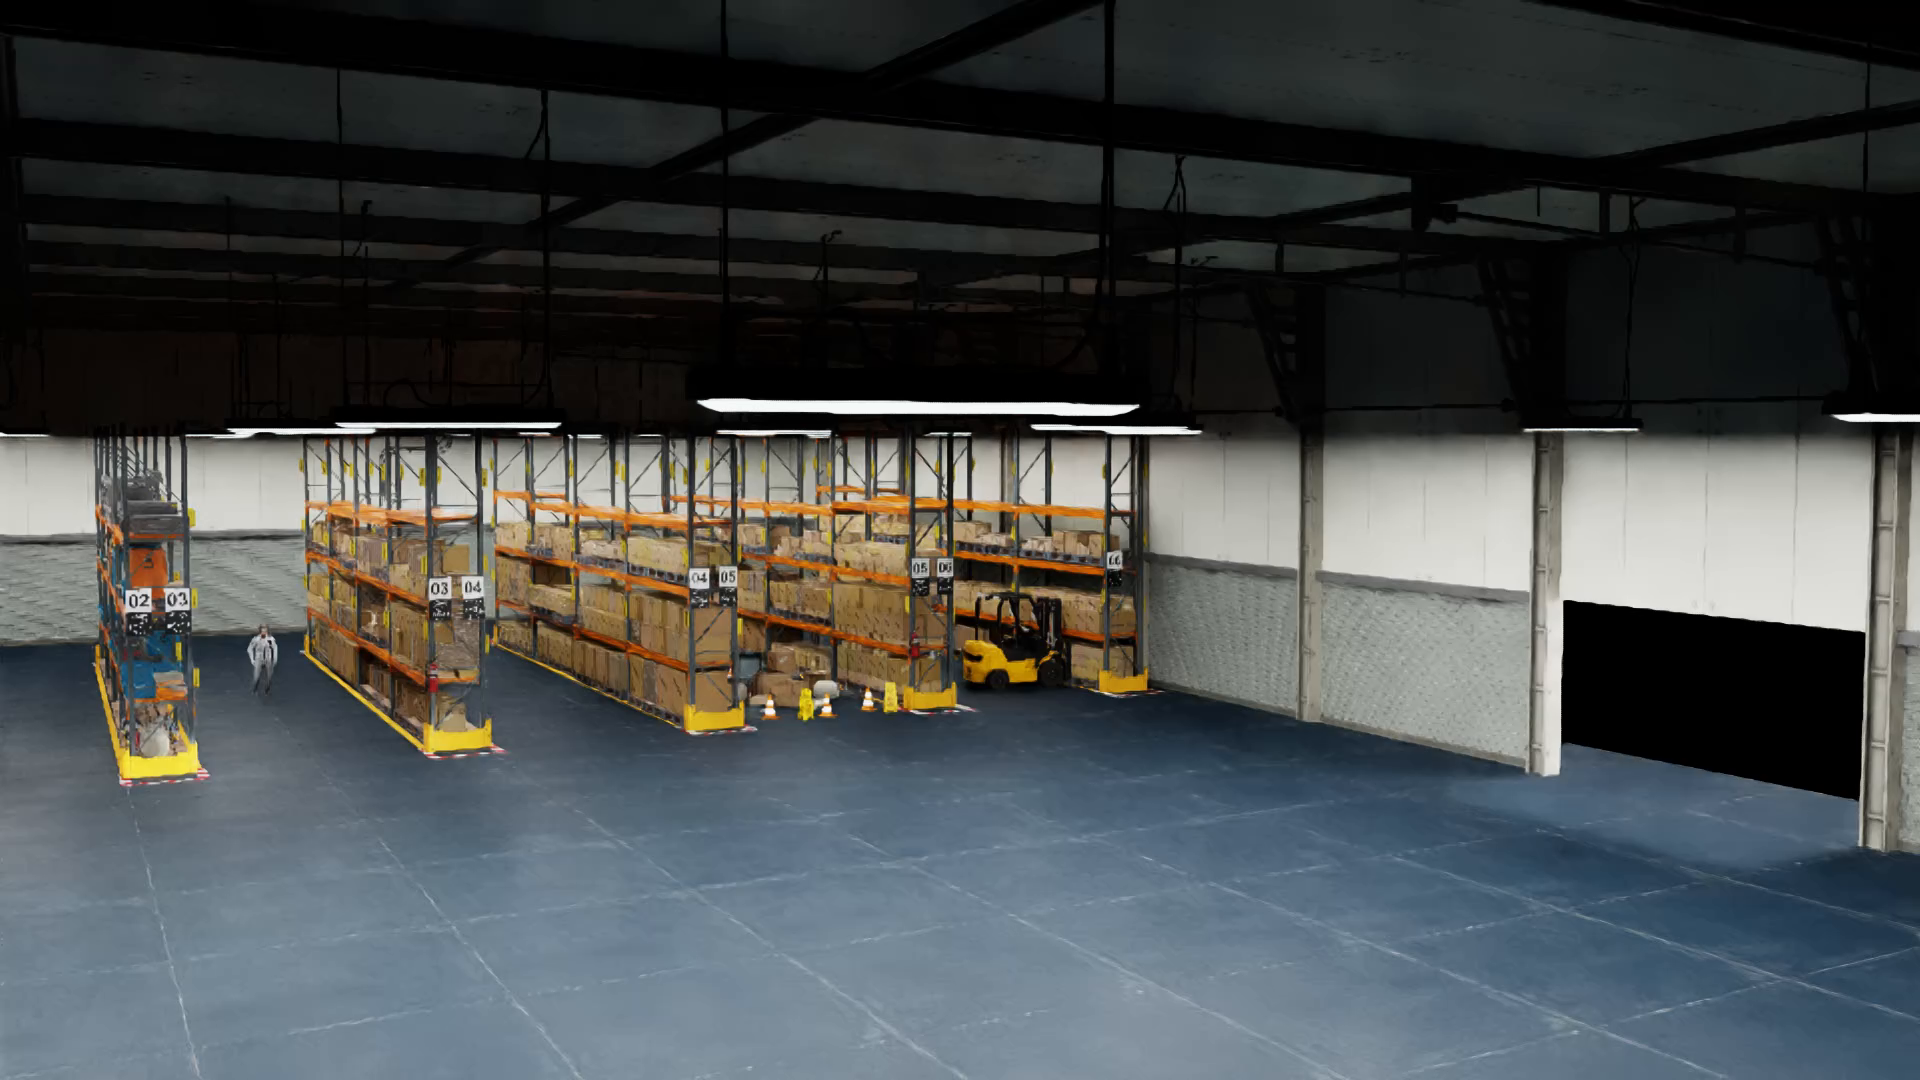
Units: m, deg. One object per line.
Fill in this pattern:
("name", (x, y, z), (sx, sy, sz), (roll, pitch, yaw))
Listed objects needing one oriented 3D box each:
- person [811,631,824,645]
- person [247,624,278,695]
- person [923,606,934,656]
("person", (-3.782, 2.125, 44.558), (0.586, 1.780, 0.448), (2, 4, 29))
("person", (-15.543, 2.669, 37.095), (0.639, 1.632, 0.512), (-2, 4, -31))
("person", (-0.786, 2.438, 39.247), (0.488, 1.787, 0.608), (0, 3, 1))
